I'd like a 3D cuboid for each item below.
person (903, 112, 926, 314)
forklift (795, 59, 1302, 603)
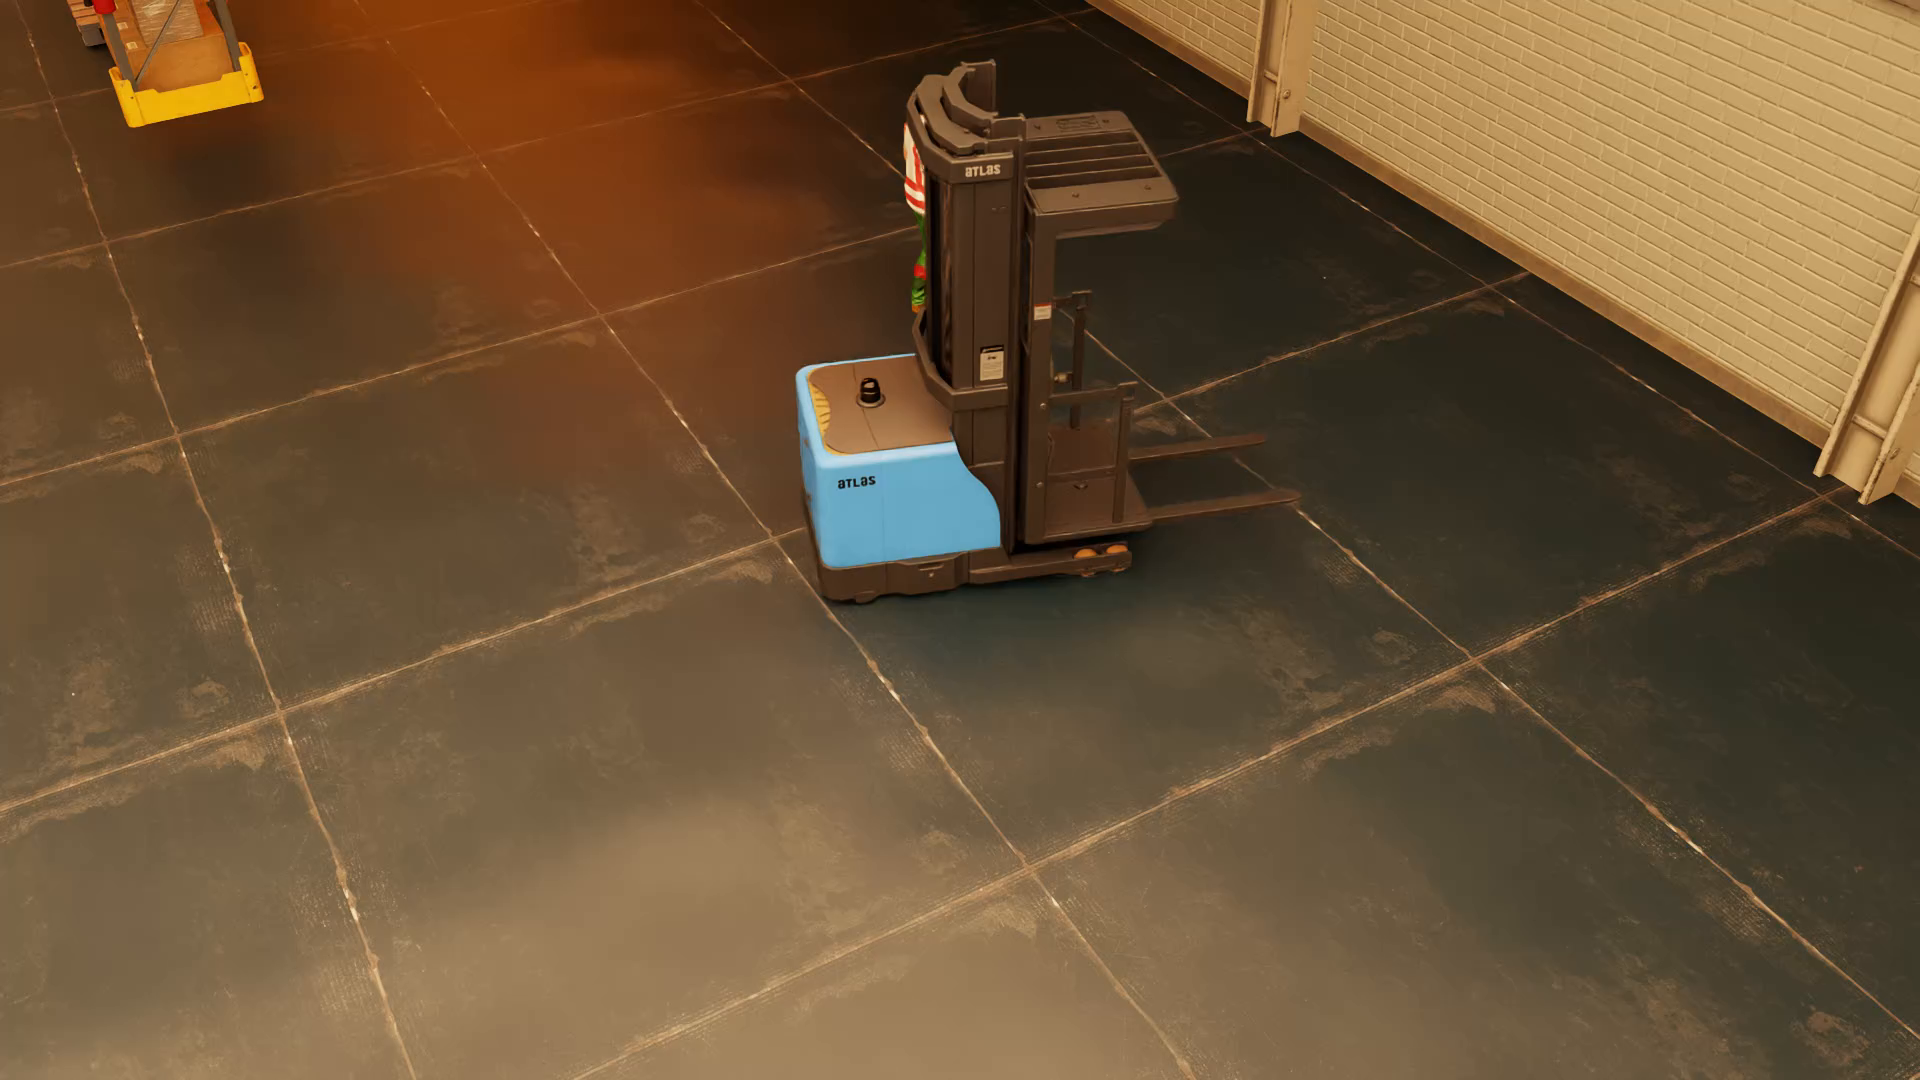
[{"bbox_3d":[-0.130,-2.427,11.877,0.510,1.765,0.763,-17,43,-20],"label":"person"},{"bbox_3d":[0.575,-1.232,9.522,3.031,2.935,1.130,-8,40,-9],"label":"forklift"}]
